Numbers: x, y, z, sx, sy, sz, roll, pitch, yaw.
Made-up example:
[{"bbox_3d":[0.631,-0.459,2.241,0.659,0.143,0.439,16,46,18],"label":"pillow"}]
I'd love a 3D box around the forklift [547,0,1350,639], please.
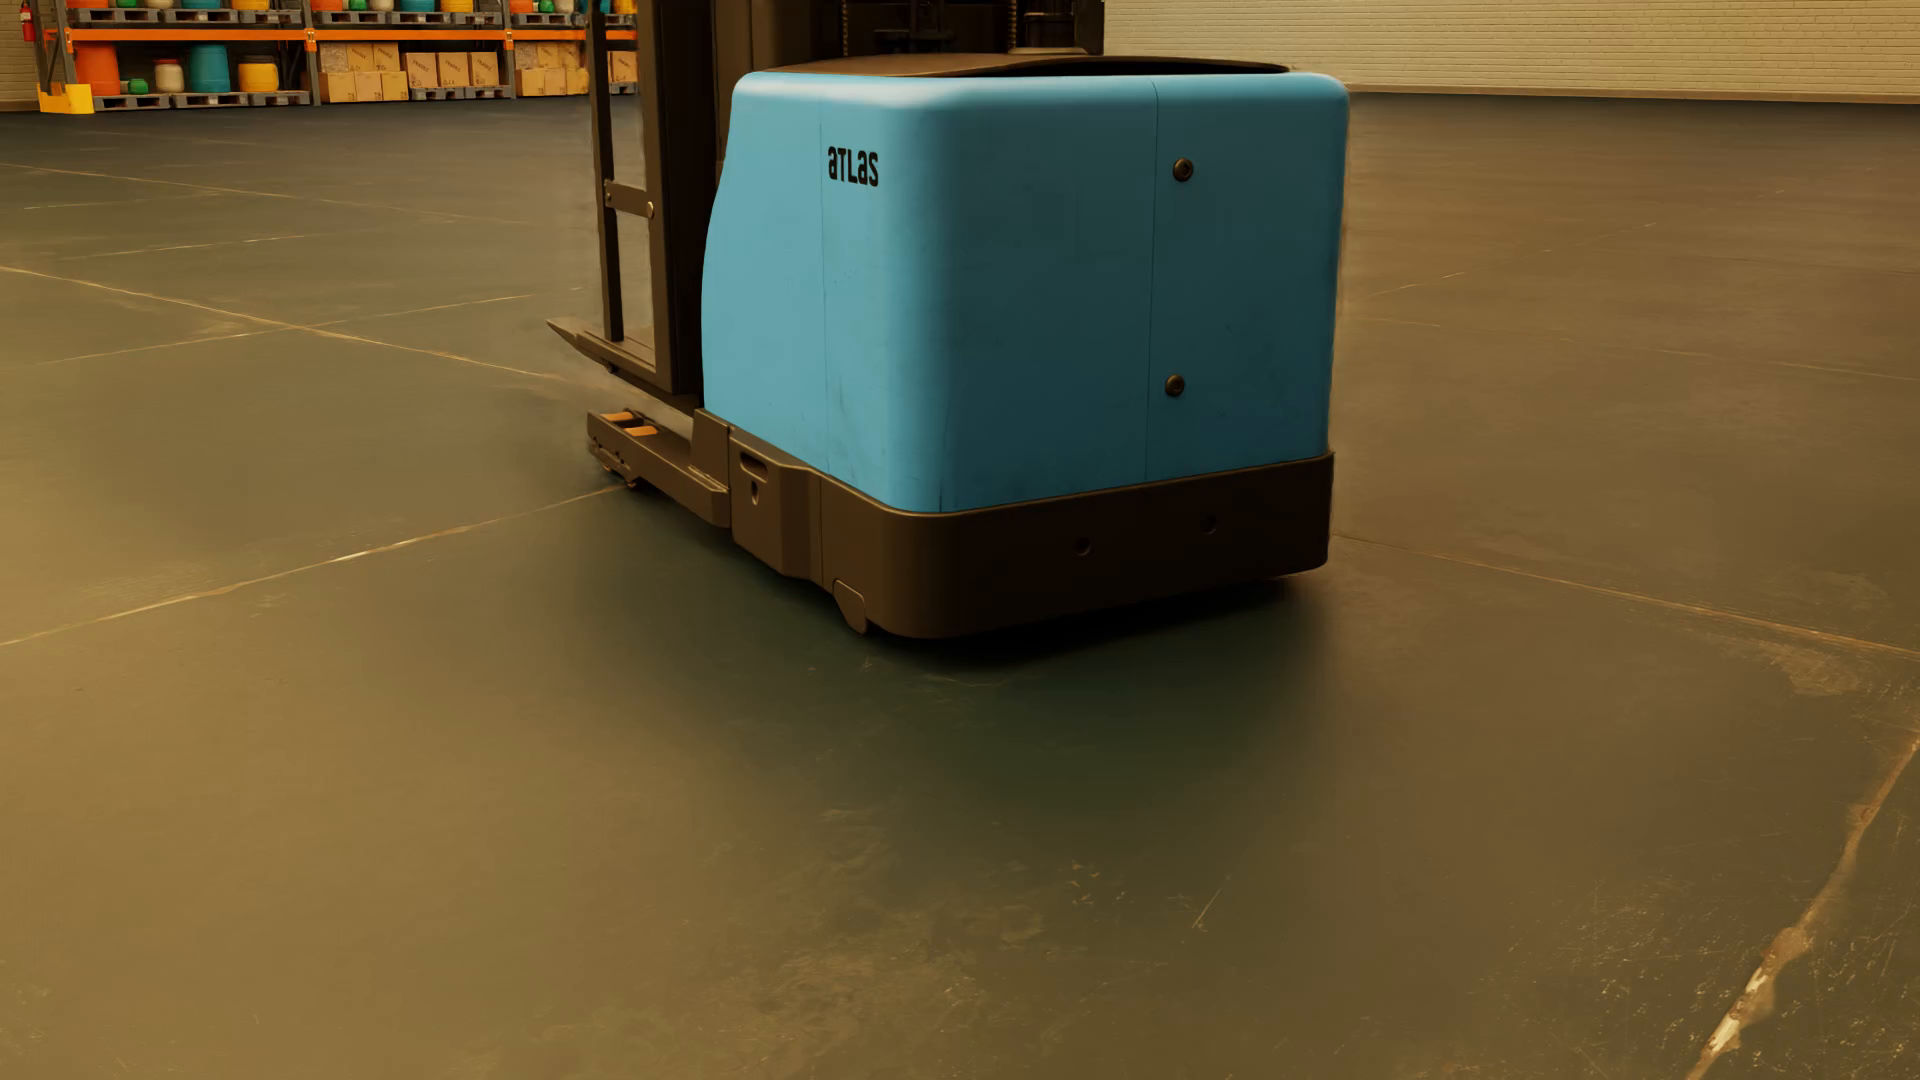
[{"bbox_3d":[-0.366,-1.596,4.153,1.130,2.935,3.031,-9,19,-28],"label":"forklift"}]
